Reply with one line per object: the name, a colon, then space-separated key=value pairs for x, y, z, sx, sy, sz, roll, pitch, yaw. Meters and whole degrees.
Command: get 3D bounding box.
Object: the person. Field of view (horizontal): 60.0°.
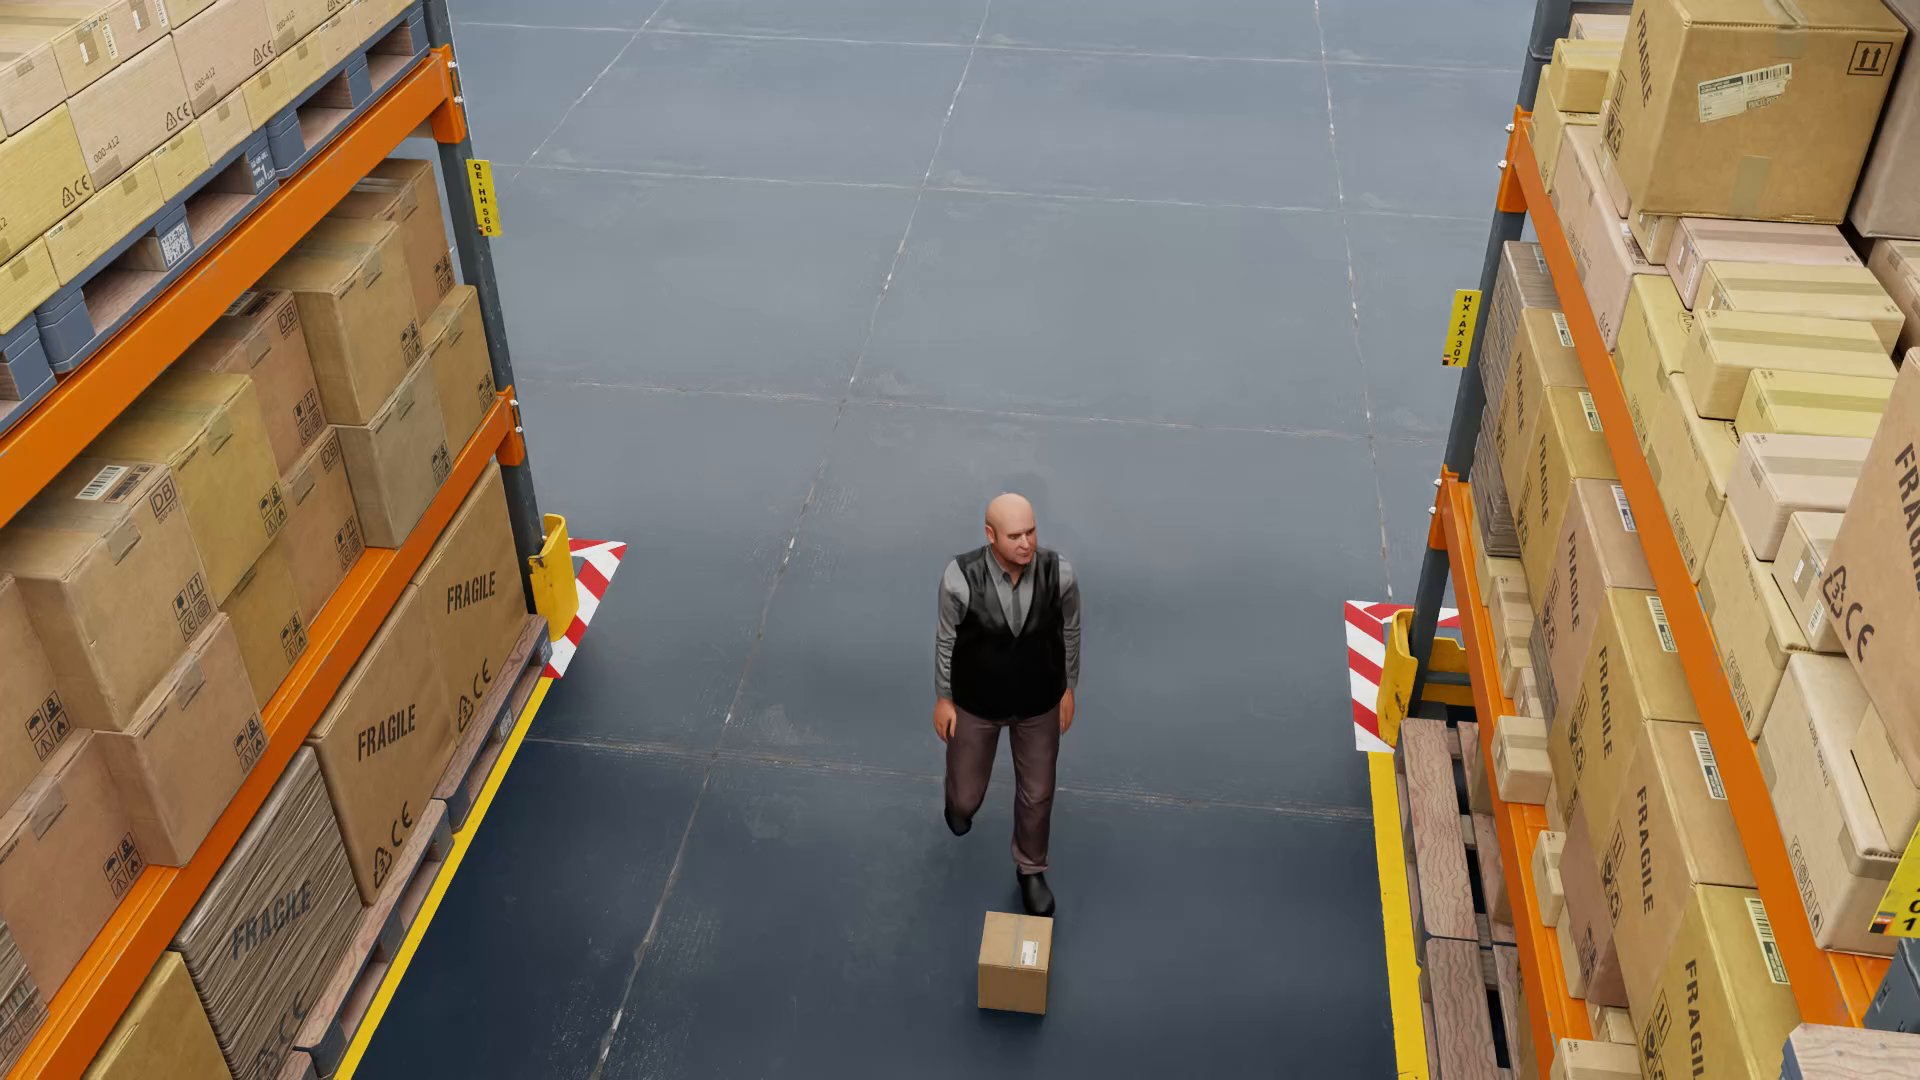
person: x=0.183 y=0.609 z=6.185 sx=0.564 sy=1.709 sz=0.660 roll=-5 pitch=36 yaw=-7
